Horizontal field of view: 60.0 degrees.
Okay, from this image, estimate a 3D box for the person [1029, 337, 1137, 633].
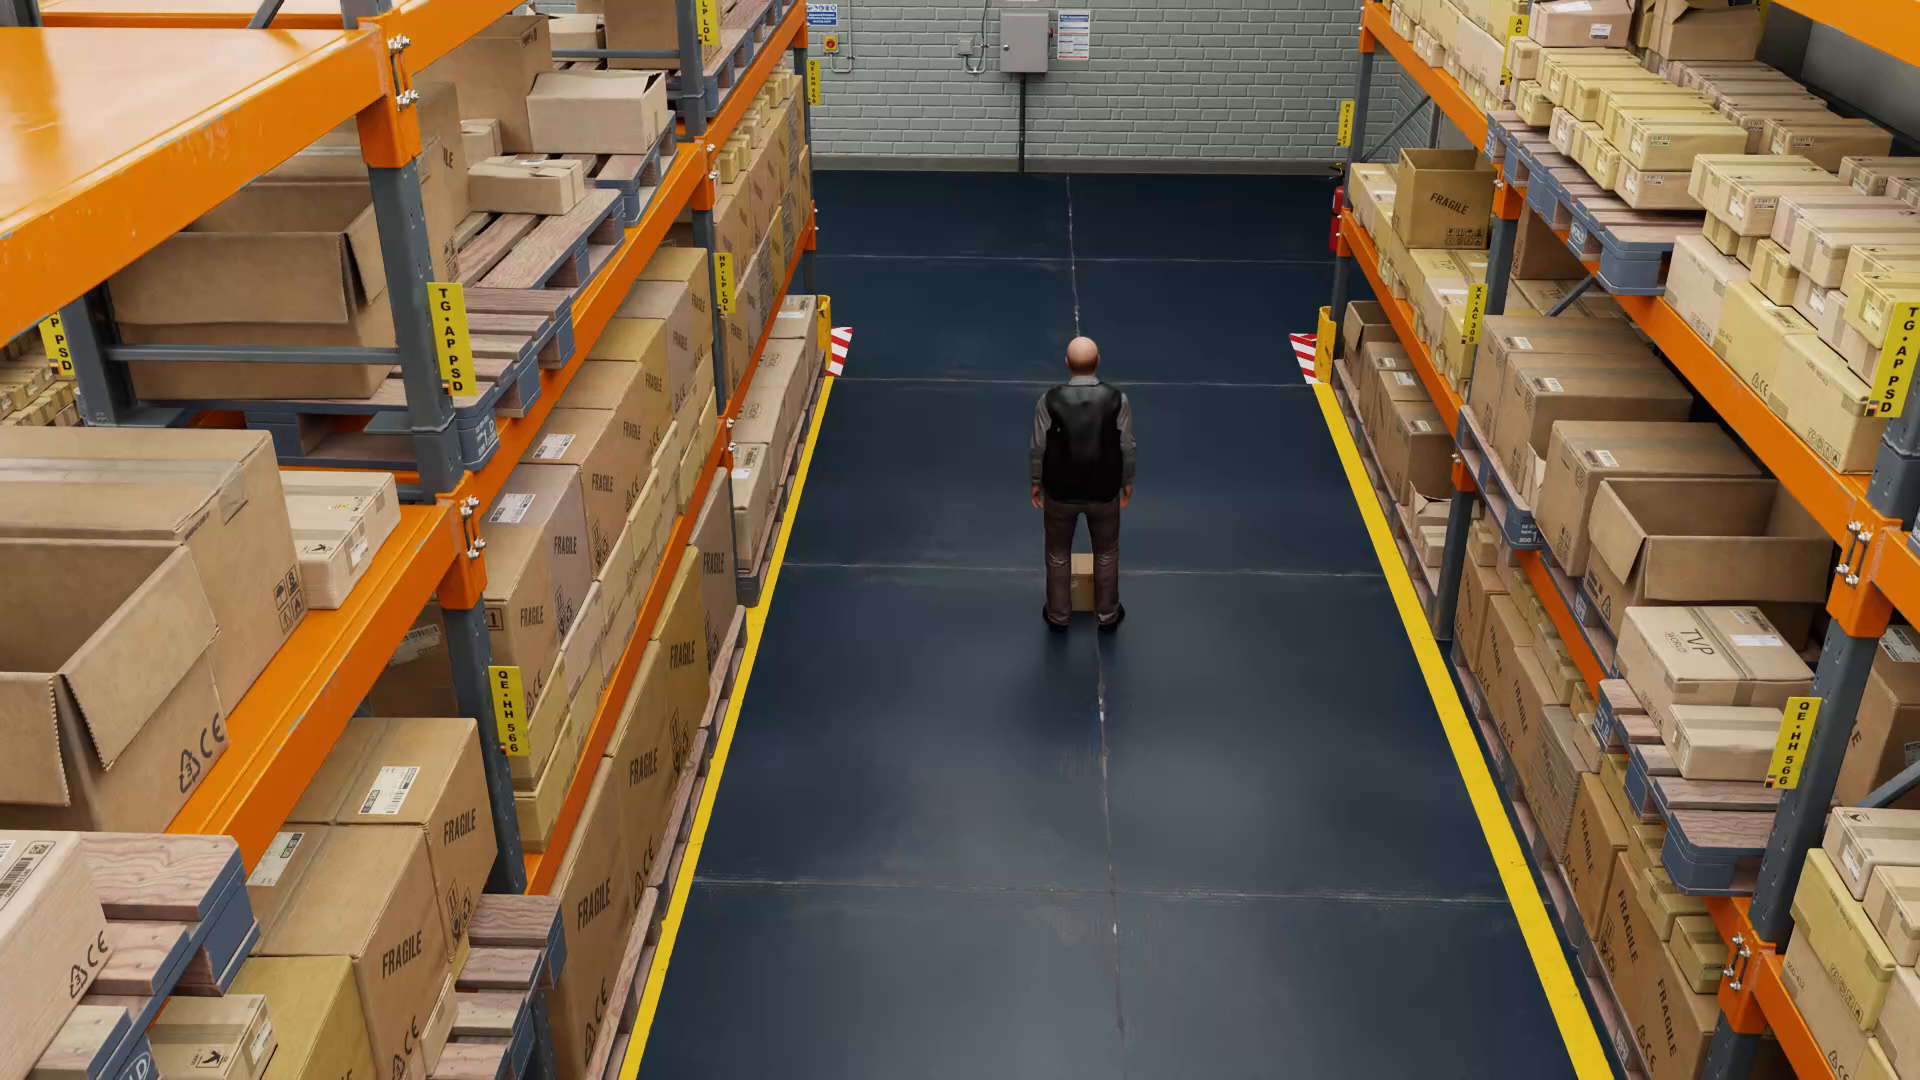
[{"bbox_3d":[0.670,-0.284,9.186,0.585,1.720,0.364,1,28,1],"label":"person"}]
